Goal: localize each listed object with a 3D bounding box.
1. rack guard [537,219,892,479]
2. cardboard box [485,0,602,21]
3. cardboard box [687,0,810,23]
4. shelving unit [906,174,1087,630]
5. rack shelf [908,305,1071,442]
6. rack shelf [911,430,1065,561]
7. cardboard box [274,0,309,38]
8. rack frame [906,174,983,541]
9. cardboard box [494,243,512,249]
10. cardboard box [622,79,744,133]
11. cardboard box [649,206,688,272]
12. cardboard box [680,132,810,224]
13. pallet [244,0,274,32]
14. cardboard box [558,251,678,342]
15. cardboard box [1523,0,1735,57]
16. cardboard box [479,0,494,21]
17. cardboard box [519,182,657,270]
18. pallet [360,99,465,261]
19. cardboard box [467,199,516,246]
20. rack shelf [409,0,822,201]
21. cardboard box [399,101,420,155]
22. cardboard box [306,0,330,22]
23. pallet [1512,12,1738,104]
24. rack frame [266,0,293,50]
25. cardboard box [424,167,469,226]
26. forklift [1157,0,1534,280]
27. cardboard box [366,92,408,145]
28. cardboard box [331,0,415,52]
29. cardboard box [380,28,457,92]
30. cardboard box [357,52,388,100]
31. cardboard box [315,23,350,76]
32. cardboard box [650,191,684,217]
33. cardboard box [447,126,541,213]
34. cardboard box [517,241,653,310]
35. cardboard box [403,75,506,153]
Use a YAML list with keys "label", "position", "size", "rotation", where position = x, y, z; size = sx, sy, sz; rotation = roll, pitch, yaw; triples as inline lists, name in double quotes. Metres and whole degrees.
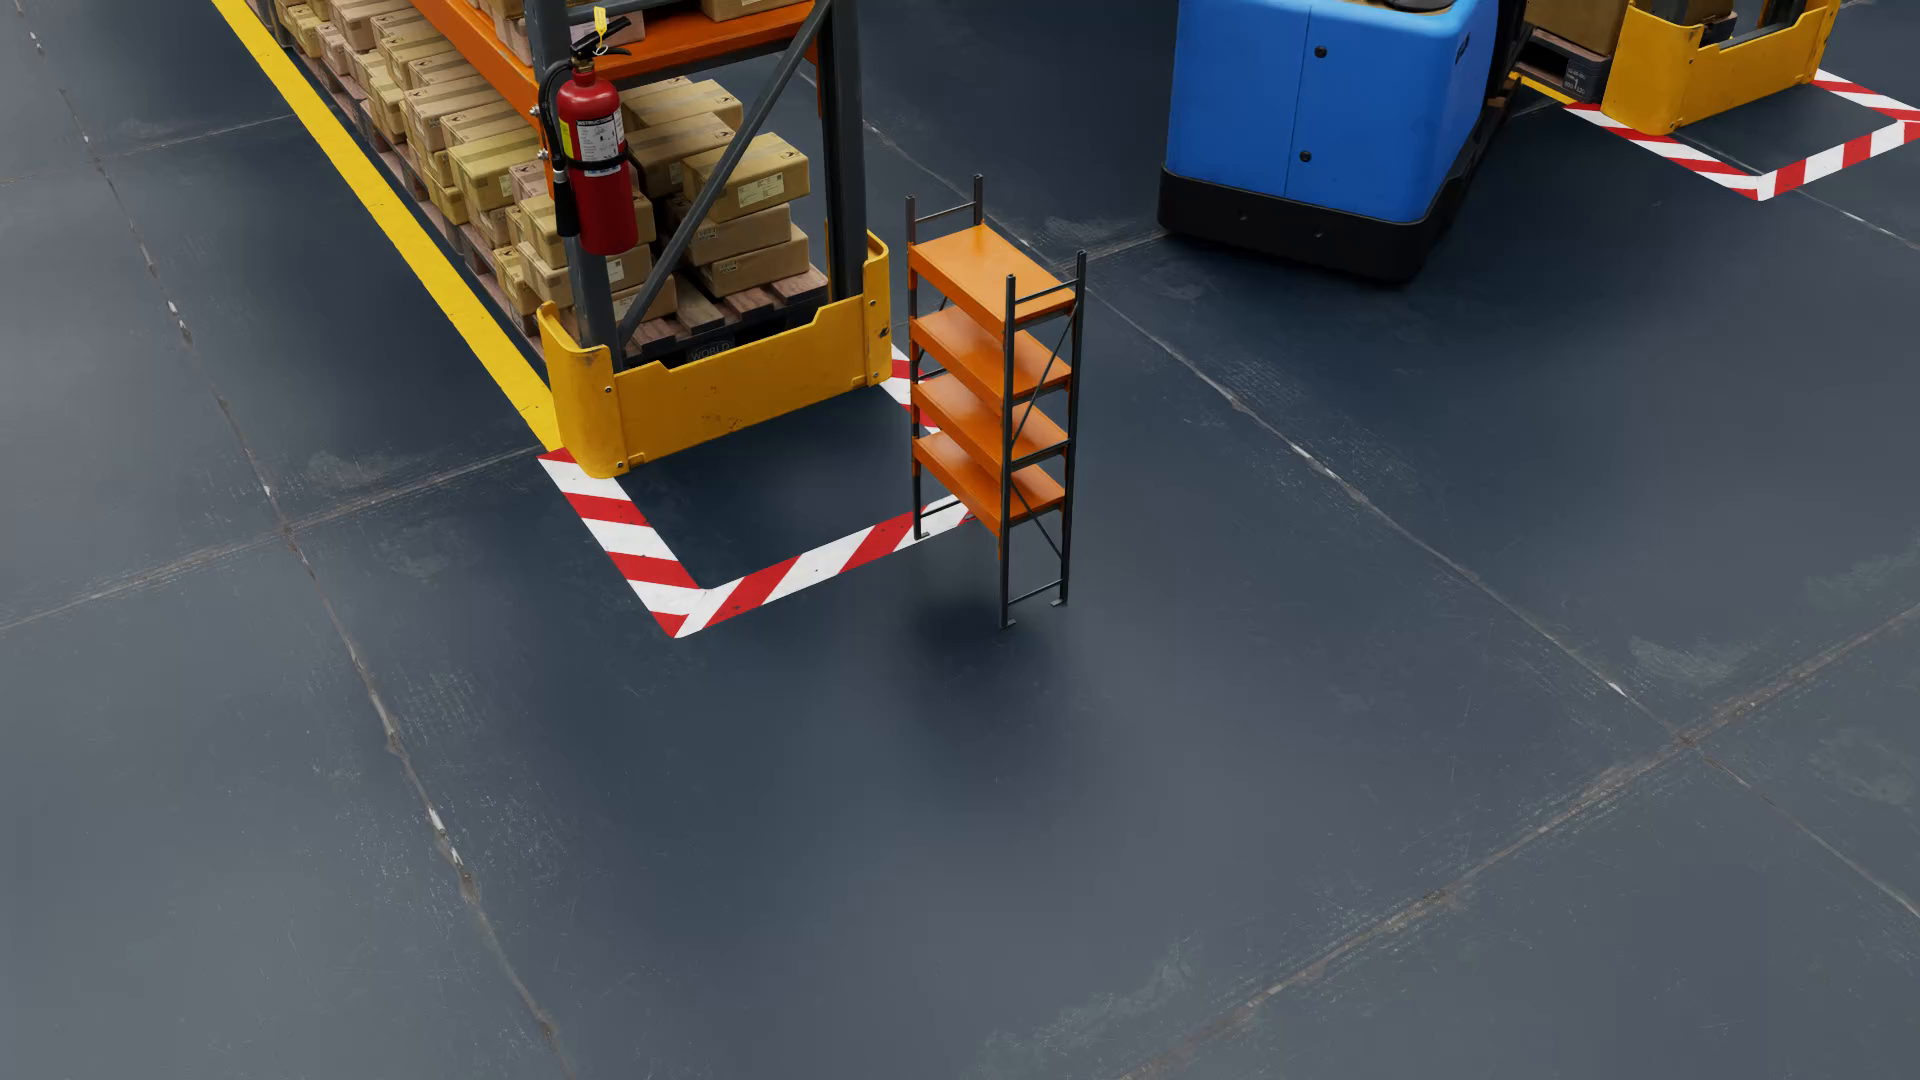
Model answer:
- label: "rack guard"
  position: [-0.803, -0.670, 5.664]
  size: [1.175, 0.500, 0.348]
  rotation: [-22, 45, -24]
- label: "cardboard box"
  position: [-1.221, -1.896, 4.872]
  size: [0.500, 0.500, 0.500]
  rotation: [-21, 44, -24]
- label: "cardboard box"
  position: [-0.660, -1.781, 5.240]
  size: [0.380, 0.149, 0.250]
  rotation: [-23, 45, -25]
- label: "shelving unit"
  position: [0.089, -0.372, 4.759]
  size: [0.258, 1.200, 0.503]
  rotation: [-22, 45, -24]
- label: "rack shelf"
  position: [0.089, -0.492, 4.658]
  size: [0.258, 0.148, 0.480]
  rotation: [-22, 45, -24]
- label: "rack shelf"
  position: [0.089, -0.167, 4.929]
  size: [0.258, 0.148, 0.480]
  rotation: [-22, 45, -24]
- label: "cardboard box"
  position: [-2.988, -2.507, 7.815]
  size: [0.380, 0.149, 0.250]
  rotation: [-24, 46, -26]
- label: "rack frame"
  position: [-0.042, -0.503, 4.917]
  size: [0.240, 1.200, 0.015]
  rotation: [-22, 45, -24]
- label: "cardboard box"
  position: [-1.514, -1.144, 6.179]
  size: [0.380, 0.149, 0.250]
  rotation: [-22, 45, -25]
- label: "cardboard box"
  position: [-1.035, -1.571, 6.227]
  size: [0.380, 0.149, 0.250]
  rotation: [-22, 45, -25]
- label: "cardboard box"
  position: [-0.984, -1.162, 6.200]
  size: [0.380, 0.149, 0.250]
  rotation: [-22, 45, -25]
- label: "cardboard box"
  position: [-0.758, -1.284, 5.882]
  size: [0.380, 0.149, 0.250]
  rotation: [-24, 46, -26]
- label: "pallet"
  position: [-3.333, -3.097, 8.802]
  size: [1.003, 0.211, 1.213]
  rotation: [-22, 45, -24]
- label: "cardboard box"
  position: [-1.221, -0.868, 5.847]
  size: [0.380, 0.149, 0.250]
  rotation: [-21, 44, -24]
- label: "cardboard box"
  position: [3.062, -2.905, 7.725]
  size: [0.875, 0.875, 0.875]
  rotation: [-22, 45, -24]
- label: "cardboard box"
  position: [-1.278, -1.719, 5.166]
  size: [0.380, 0.149, 0.250]
  rotation: [-22, 45, -24]
- label: "cardboard box"
  position: [-1.261, -1.083, 5.640]
  size: [0.380, 0.149, 0.250]
  rotation: [-22, 44, -24]
- label: "pallet"
  position: [-1.862, -1.668, 7.086]
  size: [1.003, 0.211, 1.213]
  rotation: [-22, 45, -24]
- label: "cardboard box"
  position: [-1.568, -1.236, 6.057]
  size: [0.380, 0.149, 0.250]
  rotation: [-24, 45, -26]
- label: "rack shelf"
  position: [-1.838, -2.393, 6.340]
  size: [1.077, 0.370, 4.000]
  rotation: [-22, 45, -24]
- label: "cardboard box"
  position: [-1.979, -1.656, 6.561]
  size: [0.380, 0.149, 0.250]
  rotation: [-20, 44, -22]
- label: "cardboard box"
  position: [-2.776, -2.517, 7.594]
  size: [0.380, 0.149, 0.250]
  rotation: [-22, 45, -24]
- label: "pallet"
  position: [2.978, -2.576, 8.176]
  size: [1.003, 0.211, 1.213]
  rotation: [-22, 45, -24]
- label: "rack frame"
  position: [-2.913, -3.748, 7.405]
  size: [1.000, 3.000, 0.127]
  rotation: [-22, 45, -24]
- label: "cardboard box"
  position: [-1.848, -1.389, 6.473]
  size: [0.380, 0.149, 0.250]
  rotation: [-24, 46, -26]
- label: "forklift"
  position: [1.890, -3.052, 6.623]
  size: [1.130, 2.935, 3.031]
  rotation: [17, 43, 20]
- label: "cardboard box"
  position: [-2.256, -1.821, 6.991]
  size: [0.380, 0.149, 0.250]
  rotation: [-23, 45, -26]
- label: "cardboard box"
  position: [-2.400, -2.199, 6.980]
  size: [0.380, 0.149, 0.250]
  rotation: [-21, 44, -24]
- label: "cardboard box"
  position: [-2.084, -1.934, 6.661]
  size: [0.380, 0.149, 0.250]
  rotation: [-22, 45, -24]
- label: "cardboard box"
  position: [-2.262, -1.937, 6.898]
  size: [0.380, 0.149, 0.250]
  rotation: [-23, 45, -25]
- label: "cardboard box"
  position: [-2.668, -2.247, 7.503]
  size: [0.380, 0.149, 0.250]
  rotation: [-22, 45, -25]
- label: "cardboard box"
  position: [-0.927, -1.308, 6.143]
  size: [0.380, 0.149, 0.250]
  rotation: [-22, 45, -25]
- label: "cardboard box"
  position: [-1.594, -1.334, 5.942]
  size: [0.380, 0.149, 0.250]
  rotation: [-23, 45, -25]
- label: "cardboard box"
  position: [-1.287, -0.956, 5.721]
  size: [0.380, 0.149, 0.250]
  rotation: [-23, 45, -25]
- label: "cardboard box"
  position: [-1.871, -1.621, 6.287]
  size: [0.380, 0.149, 0.250]
  rotation: [-21, 44, -23]
